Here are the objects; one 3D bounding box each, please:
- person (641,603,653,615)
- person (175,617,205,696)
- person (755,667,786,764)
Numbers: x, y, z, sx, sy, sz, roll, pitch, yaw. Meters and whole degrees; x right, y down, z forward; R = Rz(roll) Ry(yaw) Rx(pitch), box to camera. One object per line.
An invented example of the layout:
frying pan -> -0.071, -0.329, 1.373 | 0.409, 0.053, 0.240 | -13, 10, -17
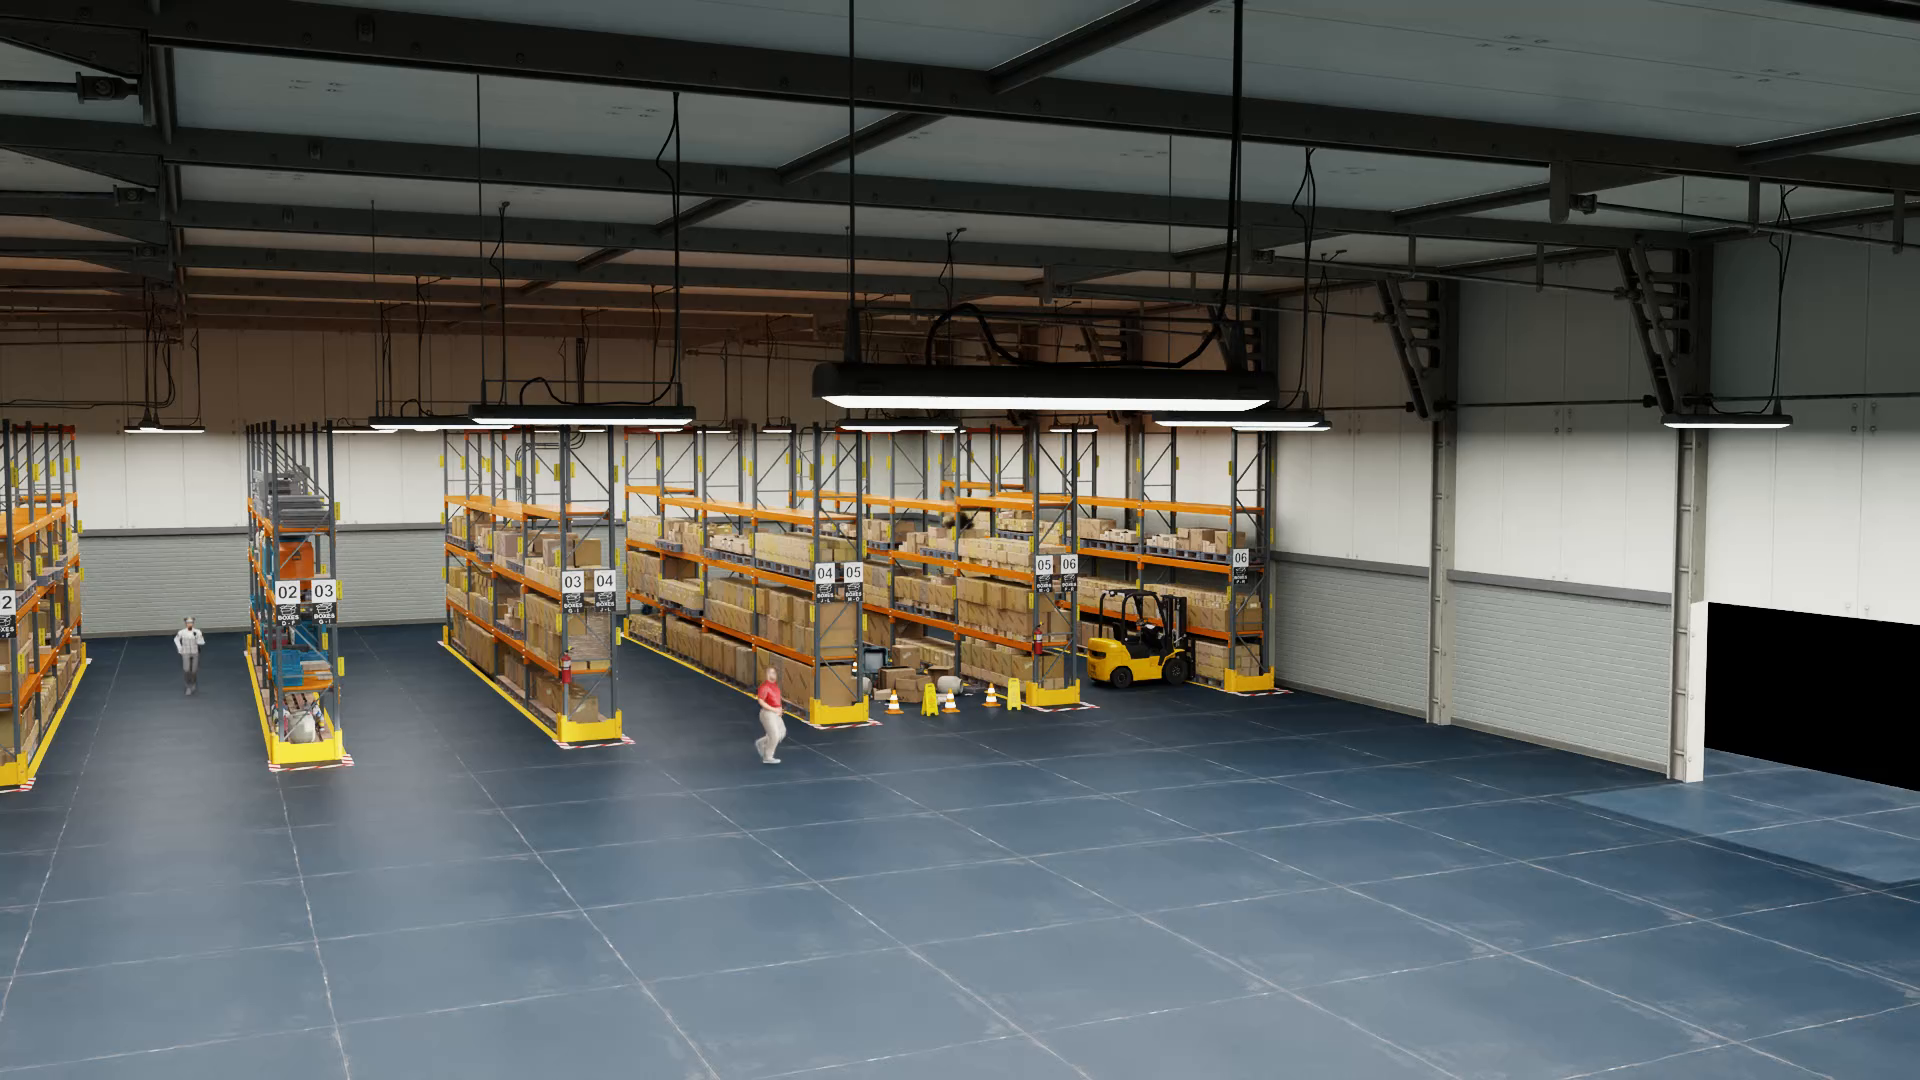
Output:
person -> -9.213, 1.861, 49.111 | 0.684, 1.648, 0.526 | -2, 4, -24
person -> -17.108, 2.568, 36.968 | 0.597, 1.742, 0.718 | -2, 4, -27
person -> -3.309, 3.048, 29.068 | 0.587, 1.631, 0.713 | 1, 4, 16
